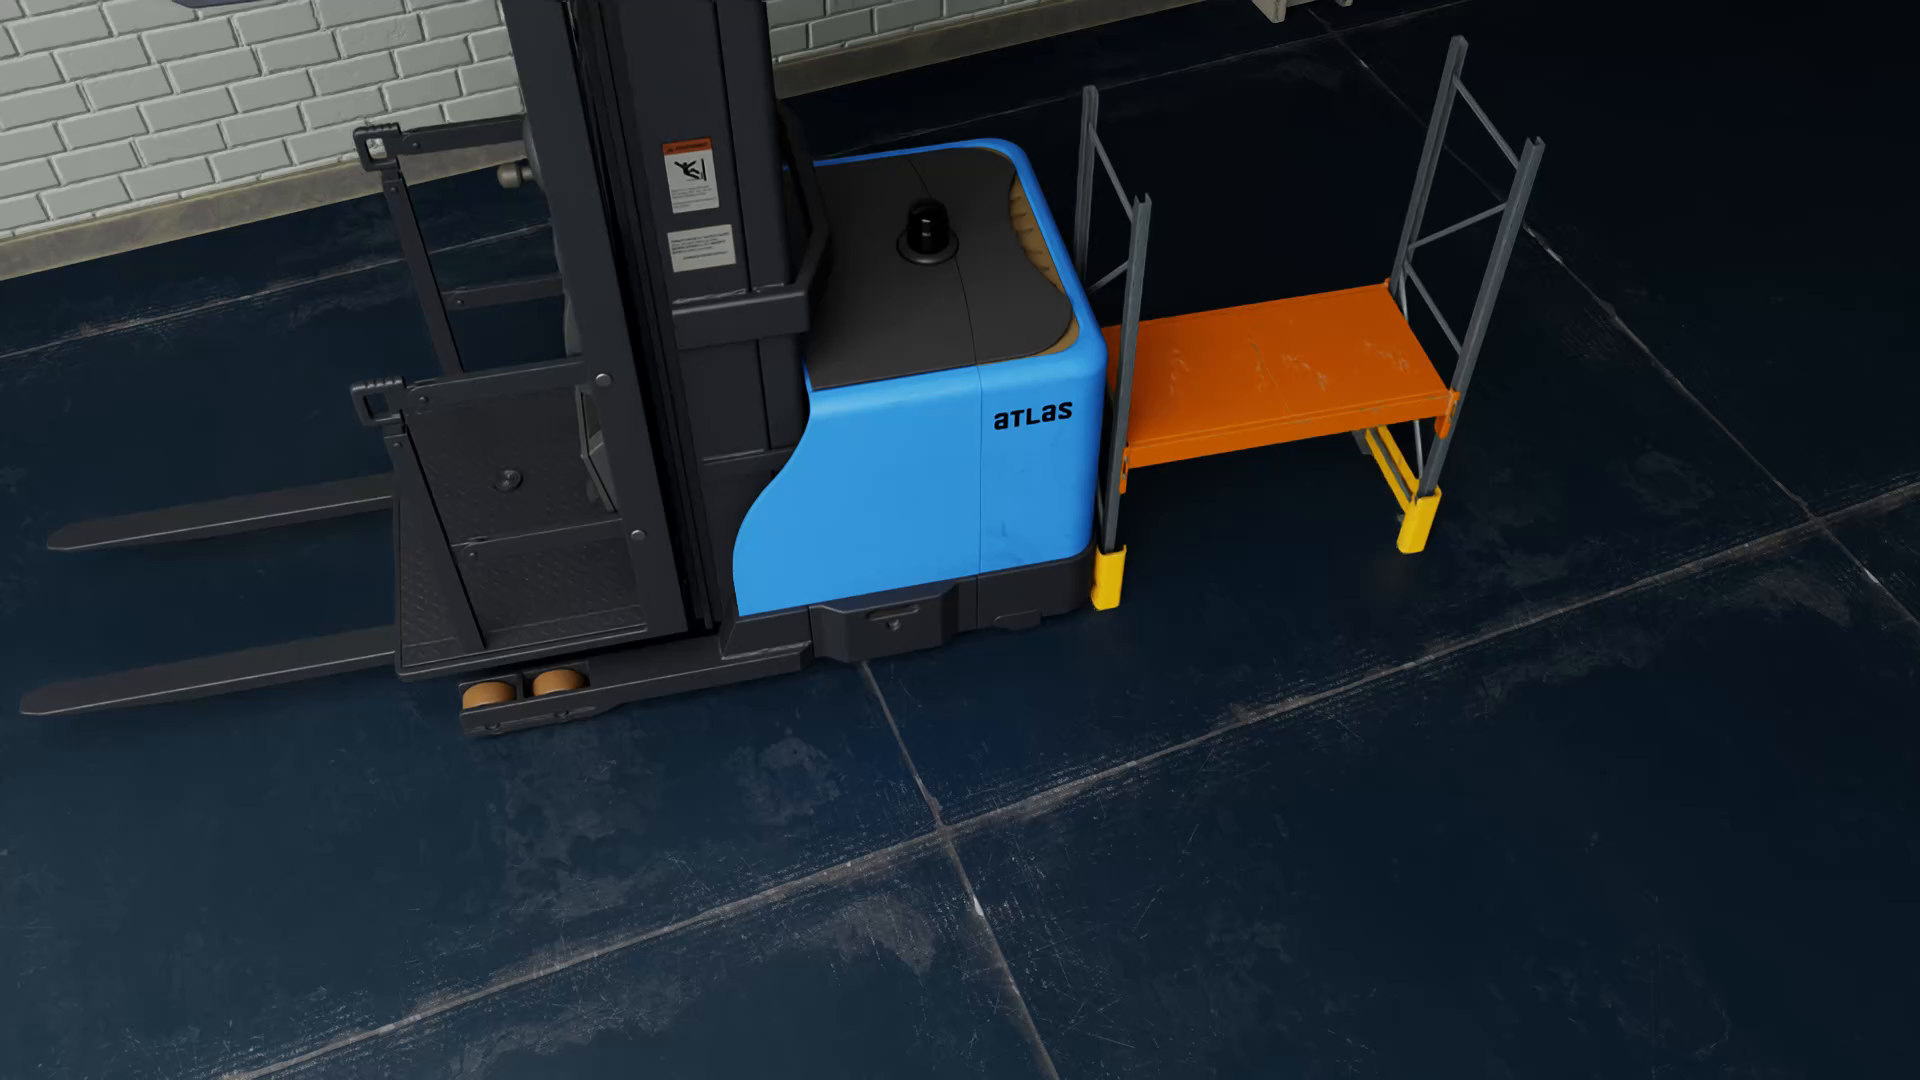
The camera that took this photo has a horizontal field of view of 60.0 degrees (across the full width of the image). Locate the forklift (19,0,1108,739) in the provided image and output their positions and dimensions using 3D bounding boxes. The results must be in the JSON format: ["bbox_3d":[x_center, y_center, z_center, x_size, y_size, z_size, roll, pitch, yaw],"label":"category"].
[{"bbox_3d":[-1.174,-0.839,4.038,3.031,2.935,1.130,-10,50,-8],"label":"forklift"}]

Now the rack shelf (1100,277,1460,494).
[{"bbox_3d":[0.883,-0.465,4.898,1.000,0.185,0.538,-10,50,-8],"label":"rack shelf"}]

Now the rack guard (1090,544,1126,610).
[{"bbox_3d":[0.389,-0.089,5.162,0.087,0.250,0.587,-10,50,-8],"label":"rack guard"}]

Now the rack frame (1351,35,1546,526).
[{"bbox_3d":[1.378,-0.669,4.836,0.032,1.500,0.500,-10,50,-8],"label":"rack frame"}]

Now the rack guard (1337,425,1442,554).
[{"bbox_3d":[1.359,-0.258,5.307,0.087,0.250,0.587,-10,50,-8],"label":"rack guard"}]

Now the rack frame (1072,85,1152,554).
[{"bbox_3d":[0.387,-0.496,4.687,0.032,1.500,0.500,-10,50,-8],"label":"rack frame"}]

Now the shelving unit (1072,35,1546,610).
[{"bbox_3d":[0.874,-0.581,4.760,1.083,1.500,0.587,-10,50,-8],"label":"shelving unit"}]
